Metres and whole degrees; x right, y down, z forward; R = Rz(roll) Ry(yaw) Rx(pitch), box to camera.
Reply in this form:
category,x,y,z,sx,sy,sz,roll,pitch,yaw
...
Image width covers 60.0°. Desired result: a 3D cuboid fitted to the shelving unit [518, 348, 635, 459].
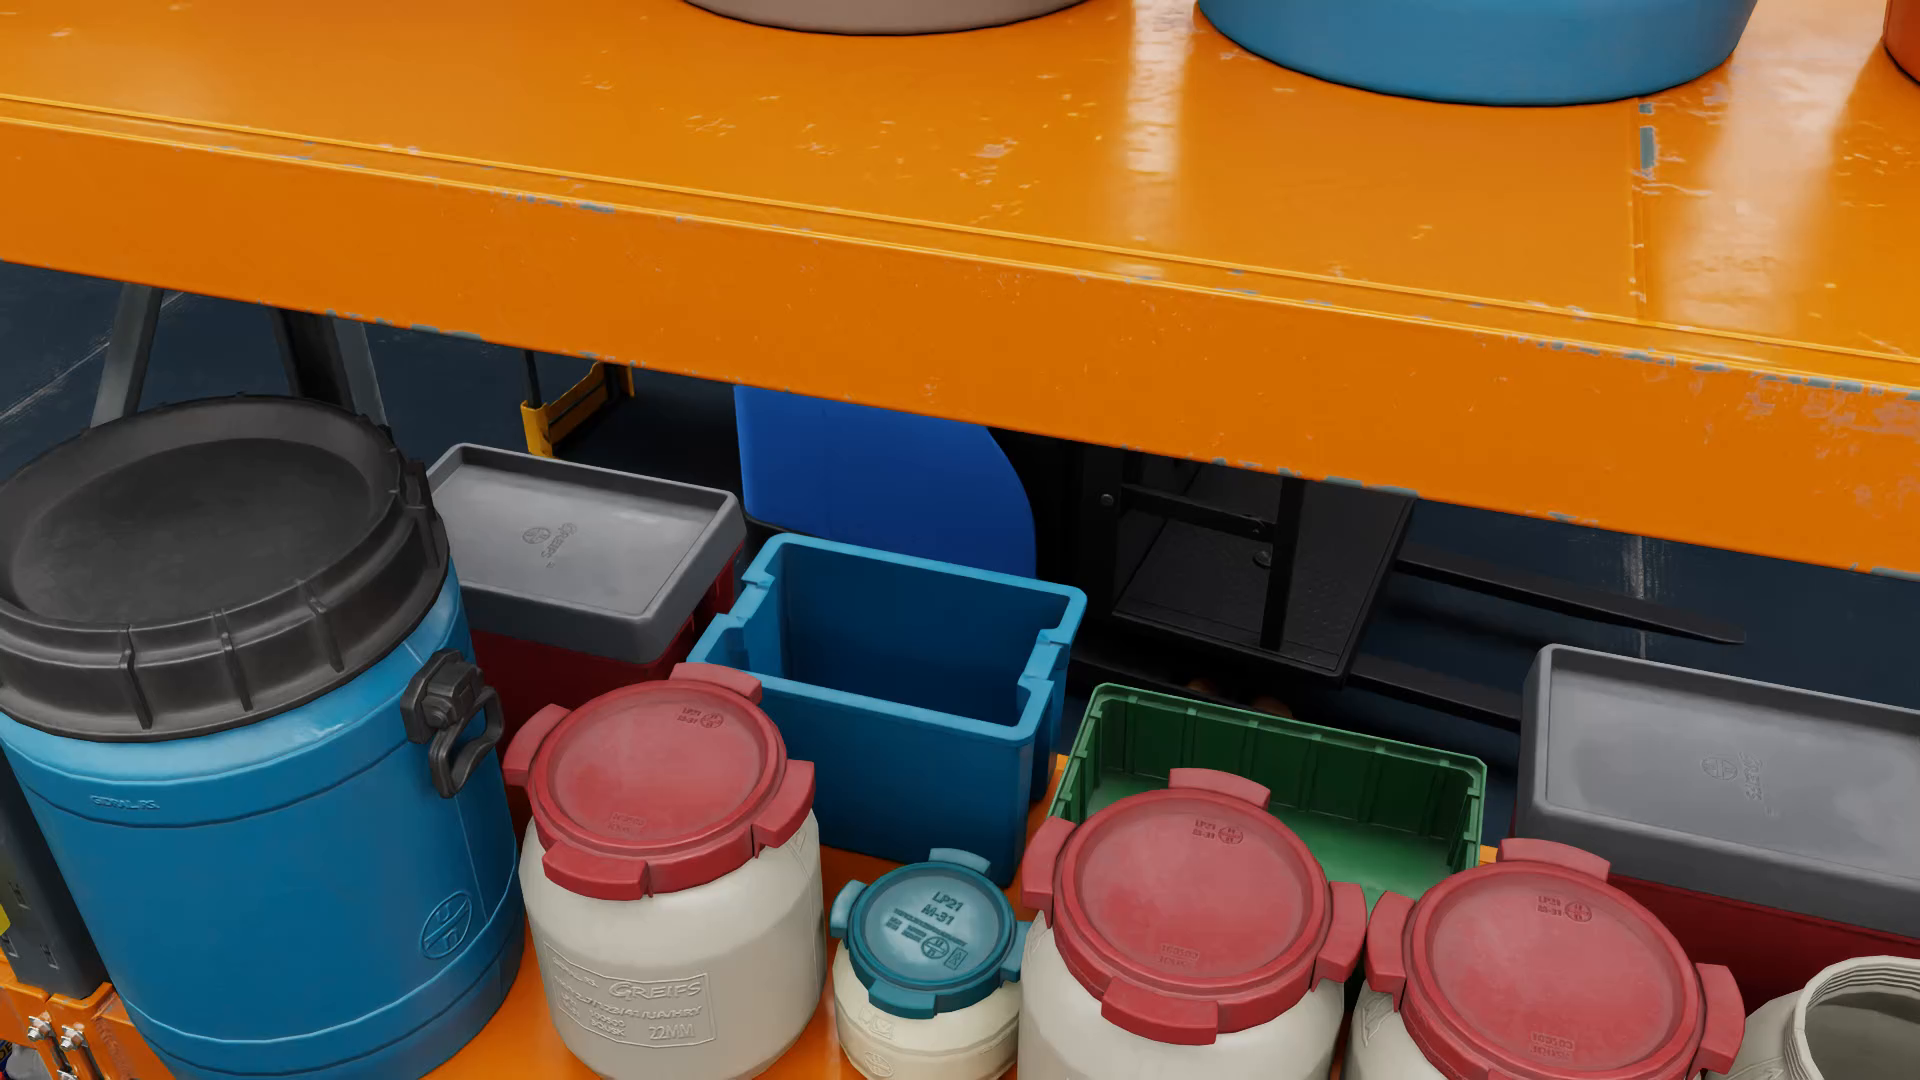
category,x,y,z,sx,sy,sz,roll,pitch,yaw
shelving unit,-0.977,-0.908,5.718,1.083,1.500,0.587,15,39,20

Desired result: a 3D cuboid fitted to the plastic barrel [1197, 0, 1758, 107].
category,x,y,z,sx,sy,sz,roll,pitch,yaw
plastic barrel,0.541,-0.939,1.541,0.708,0.901,0.600,10,38,14

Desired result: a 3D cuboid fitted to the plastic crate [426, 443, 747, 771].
category,x,y,z,sx,sy,sz,roll,pitch,yaw
plastic crate,-0.704,0.160,2.948,0.583,0.464,0.402,10,38,14

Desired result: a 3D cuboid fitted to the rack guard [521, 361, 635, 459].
category,x,y,z,sx,sy,sz,roll,pitch,yaw
rack guard,-1.429,-0.527,6.256,0.087,0.250,0.587,15,39,20

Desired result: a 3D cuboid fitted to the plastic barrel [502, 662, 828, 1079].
category,x,y,z,sx,sy,sz,roll,pitch,yaw
plastic barrel,-0.410,0.512,2.410,0.433,0.535,0.433,0,36,0

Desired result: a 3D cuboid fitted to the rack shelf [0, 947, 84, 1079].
category,x,y,z,sx,sy,sz,roll,pitch,yaw
rack shelf,-3.167,0.209,3.542,4.000,0.370,1.077,10,38,14

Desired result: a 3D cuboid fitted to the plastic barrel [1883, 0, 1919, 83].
category,x,y,z,sx,sy,sz,roll,pitch,yaw
plastic barrel,1.217,-0.784,1.392,0.708,0.830,0.600,10,38,14

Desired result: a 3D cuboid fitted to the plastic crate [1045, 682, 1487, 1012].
category,x,y,z,sx,sy,sz,roll,pitch,yaw
plastic crate,0.489,0.507,2.710,0.662,0.188,0.450,10,38,14

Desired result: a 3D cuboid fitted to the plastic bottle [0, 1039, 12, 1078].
category,x,y,z,sx,sy,sz,roll,pitch,yaw
plastic bottle,-2.121,1.120,3.624,0.135,0.276,0.152,10,38,14

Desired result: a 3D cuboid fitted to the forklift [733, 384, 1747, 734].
category,x,y,z,sx,sy,sz,roll,pitch,yaw
forklift,0.849,-0.918,4.525,3.031,2.935,1.130,15,39,20

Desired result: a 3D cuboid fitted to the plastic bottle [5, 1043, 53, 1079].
category,x,y,z,sx,sy,sz,roll,pitch,yaw
plastic bottle,-1.915,1.130,3.547,0.185,0.351,0.144,10,38,14

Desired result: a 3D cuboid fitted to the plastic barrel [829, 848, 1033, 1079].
category,x,y,z,sx,sy,sz,roll,pitch,yaw
plastic barrel,-0.040,0.650,2.454,0.301,0.262,0.301,0,36,0

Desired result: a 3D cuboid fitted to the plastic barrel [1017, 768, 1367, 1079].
category,x,y,z,sx,sy,sz,roll,pitch,yaw
plastic barrel,0.290,0.641,2.234,0.433,0.535,0.433,0,36,0

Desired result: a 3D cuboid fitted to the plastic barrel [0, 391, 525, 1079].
category,x,y,z,sx,sy,sz,roll,pitch,yaw
plastic barrel,-0.979,0.311,2.374,0.708,0.901,0.600,10,38,14

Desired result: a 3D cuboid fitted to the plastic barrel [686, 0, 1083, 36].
category,x,y,z,sx,sy,sz,roll,pitch,yaw
plastic barrel,-0.083,-1.054,1.698,0.600,0.901,0.600,0,36,0

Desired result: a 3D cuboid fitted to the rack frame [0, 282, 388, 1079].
category,x,y,z,sx,sy,sz,roll,pitch,yaw
rack frame,-1.258,0.273,2.848,0.127,3.000,1.000,10,38,14

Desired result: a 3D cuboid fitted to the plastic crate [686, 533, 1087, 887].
category,x,y,z,sx,sy,sz,roll,pitch,yaw
plastic crate,-0.112,0.299,2.827,0.575,0.384,0.392,10,38,14

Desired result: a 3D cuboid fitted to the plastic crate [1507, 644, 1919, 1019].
category,x,y,z,sx,sy,sz,roll,pitch,yaw
plastic crate,1.109,0.496,2.492,0.583,0.464,0.402,10,38,14

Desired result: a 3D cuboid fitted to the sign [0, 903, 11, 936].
category,x,y,z,sx,sy,sz,roll,pitch,yaw
sign,-1.432,0.471,2.346,0.005,0.325,0.100,10,38,14

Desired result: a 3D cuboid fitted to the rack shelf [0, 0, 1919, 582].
category,x,y,z,sx,sy,sz,roll,pitch,yaw
rack shelf,0.651,-0.292,1.692,4.000,0.370,1.077,10,38,14

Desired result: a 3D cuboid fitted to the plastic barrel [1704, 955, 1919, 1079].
category,x,y,z,sx,sy,sz,roll,pitch,yaw
plastic barrel,1.113,0.800,2.039,0.421,0.512,0.421,0,36,0

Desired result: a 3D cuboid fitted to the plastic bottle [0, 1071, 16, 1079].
category,x,y,z,sx,sy,sz,roll,pitch,yaw
plastic bottle,-1.958,1.212,3.436,0.185,0.351,0.144,10,37,13

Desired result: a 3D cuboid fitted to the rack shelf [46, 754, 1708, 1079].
category,x,y,z,sx,sy,sz,roll,pitch,yaw
rack shelf,0.651,0.916,2.581,4.000,0.370,1.077,10,38,14

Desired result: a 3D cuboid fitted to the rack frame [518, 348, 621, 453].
category,x,y,z,sx,sy,sz,roll,pitch,yaw
rack frame,-1.447,-1.036,5.892,0.032,1.500,0.500,15,39,20

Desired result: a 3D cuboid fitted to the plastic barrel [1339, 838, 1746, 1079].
category,x,y,z,sx,sy,sz,roll,pitch,yaw
plastic barrel,0.703,0.718,2.130,0.433,0.535,0.433,0,36,0
